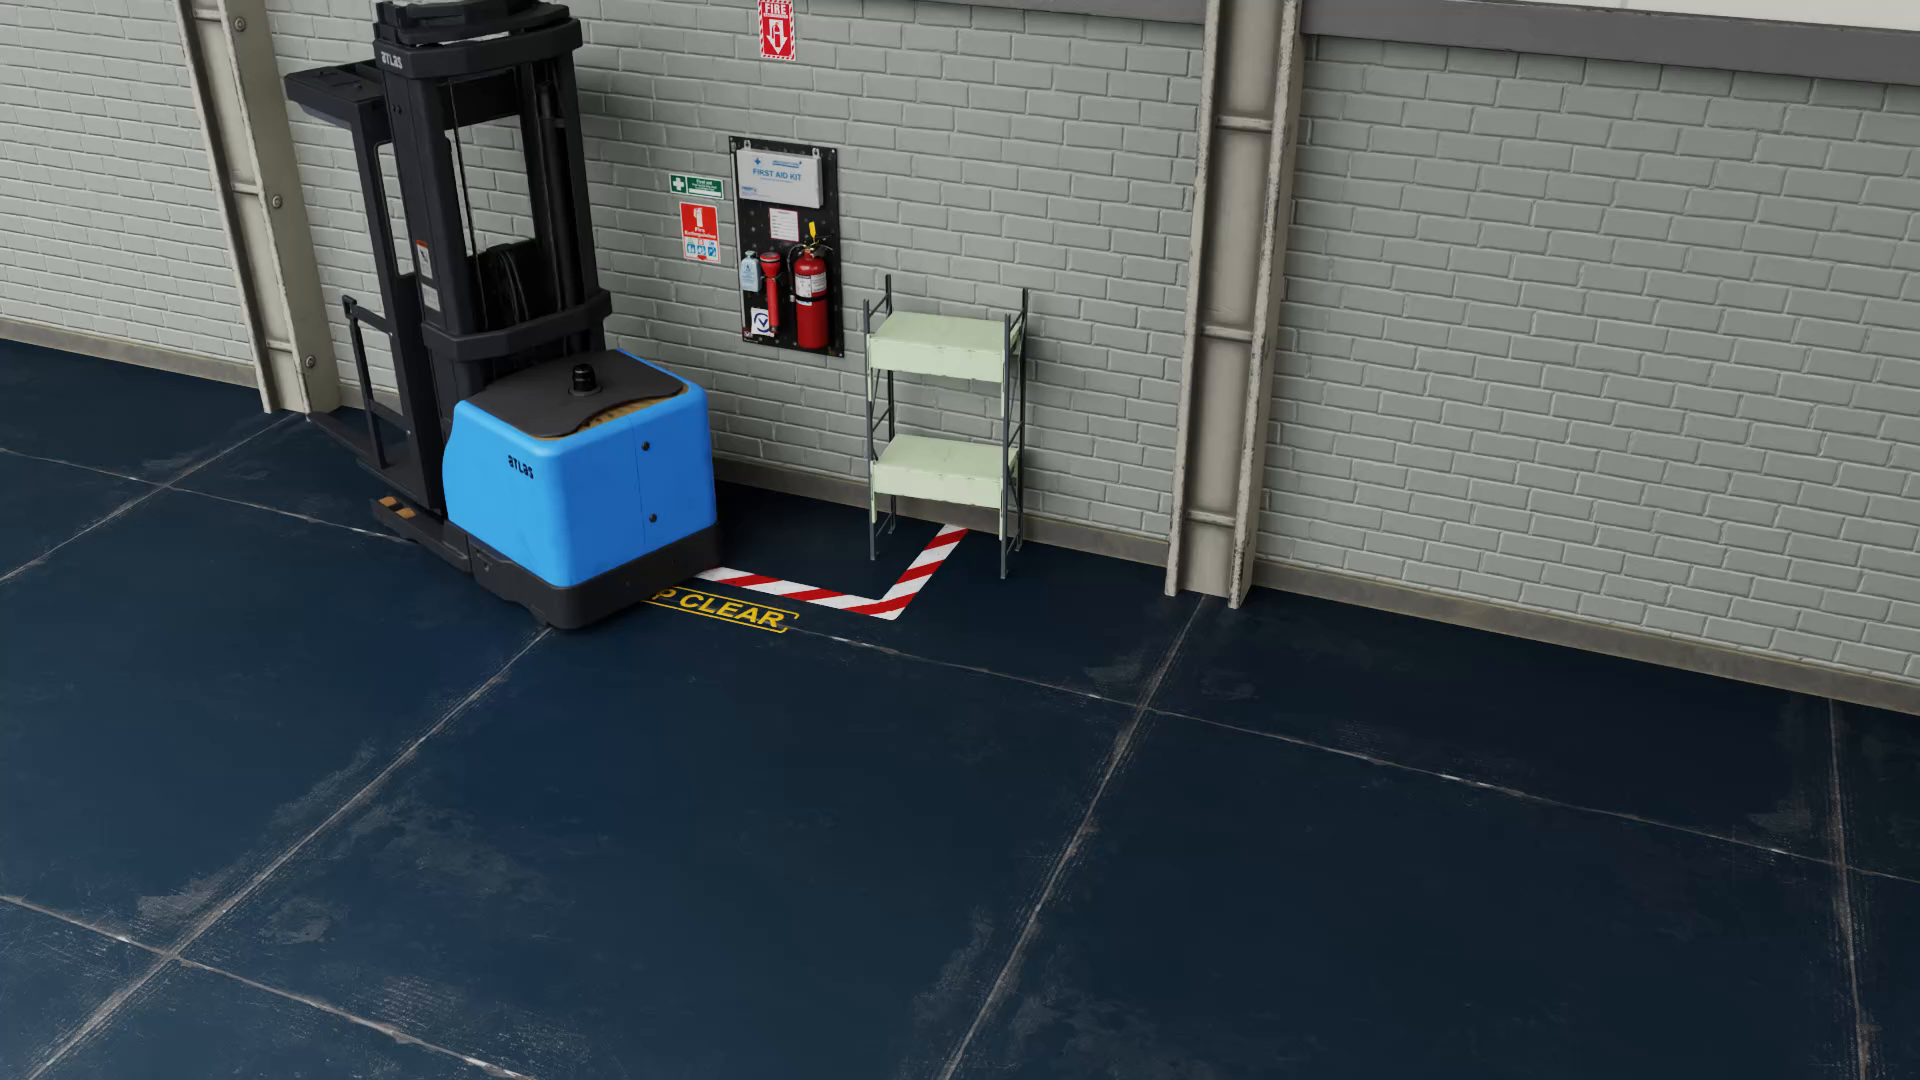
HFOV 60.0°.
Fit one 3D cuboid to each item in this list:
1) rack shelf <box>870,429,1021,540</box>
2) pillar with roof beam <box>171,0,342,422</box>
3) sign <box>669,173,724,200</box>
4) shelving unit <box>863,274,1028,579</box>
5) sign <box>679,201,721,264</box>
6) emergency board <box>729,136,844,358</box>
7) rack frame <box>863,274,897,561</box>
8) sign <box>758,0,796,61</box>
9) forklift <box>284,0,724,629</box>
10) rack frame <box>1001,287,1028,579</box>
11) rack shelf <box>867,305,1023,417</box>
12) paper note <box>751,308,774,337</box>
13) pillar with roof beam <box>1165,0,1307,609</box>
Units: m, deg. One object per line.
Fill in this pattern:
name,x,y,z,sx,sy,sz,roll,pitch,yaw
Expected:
rack shelf,-0.070,-0.304,8.926,0.720,0.370,0.431,8,30,14
pillar with roof beam,-5.861,-2.813,5.081,0.400,9.000,9.100,11,31,19
sign,-1.431,-1.919,9.022,0.331,0.109,0.001,11,31,19
shelving unit,-0.070,-0.587,8.765,0.755,1.500,0.431,8,30,14
sign,-1.432,-1.693,9.161,0.234,0.329,0.001,11,31,19
emergency board,-0.958,-1.529,8.906,0.643,1.169,0.194,11,31,19
rack frame,-0.422,-0.636,8.851,0.023,1.500,0.400,8,30,14
sign,-0.928,-2.585,8.419,0.199,0.298,0.001,11,31,19
forklift,-2.676,-1.449,8.834,3.031,2.935,1.130,26,38,37
rack frame,0.283,-0.539,8.679,0.023,1.500,0.400,8,30,14
rack shelf,-0.070,-0.927,8.573,0.720,0.370,0.431,8,30,14
paper note,-1.097,-1.209,9.236,0.142,0.148,0.016,11,31,19
pillar with roof beam,-0.301,-1.703,3.117,0.400,9.000,9.100,11,31,19
